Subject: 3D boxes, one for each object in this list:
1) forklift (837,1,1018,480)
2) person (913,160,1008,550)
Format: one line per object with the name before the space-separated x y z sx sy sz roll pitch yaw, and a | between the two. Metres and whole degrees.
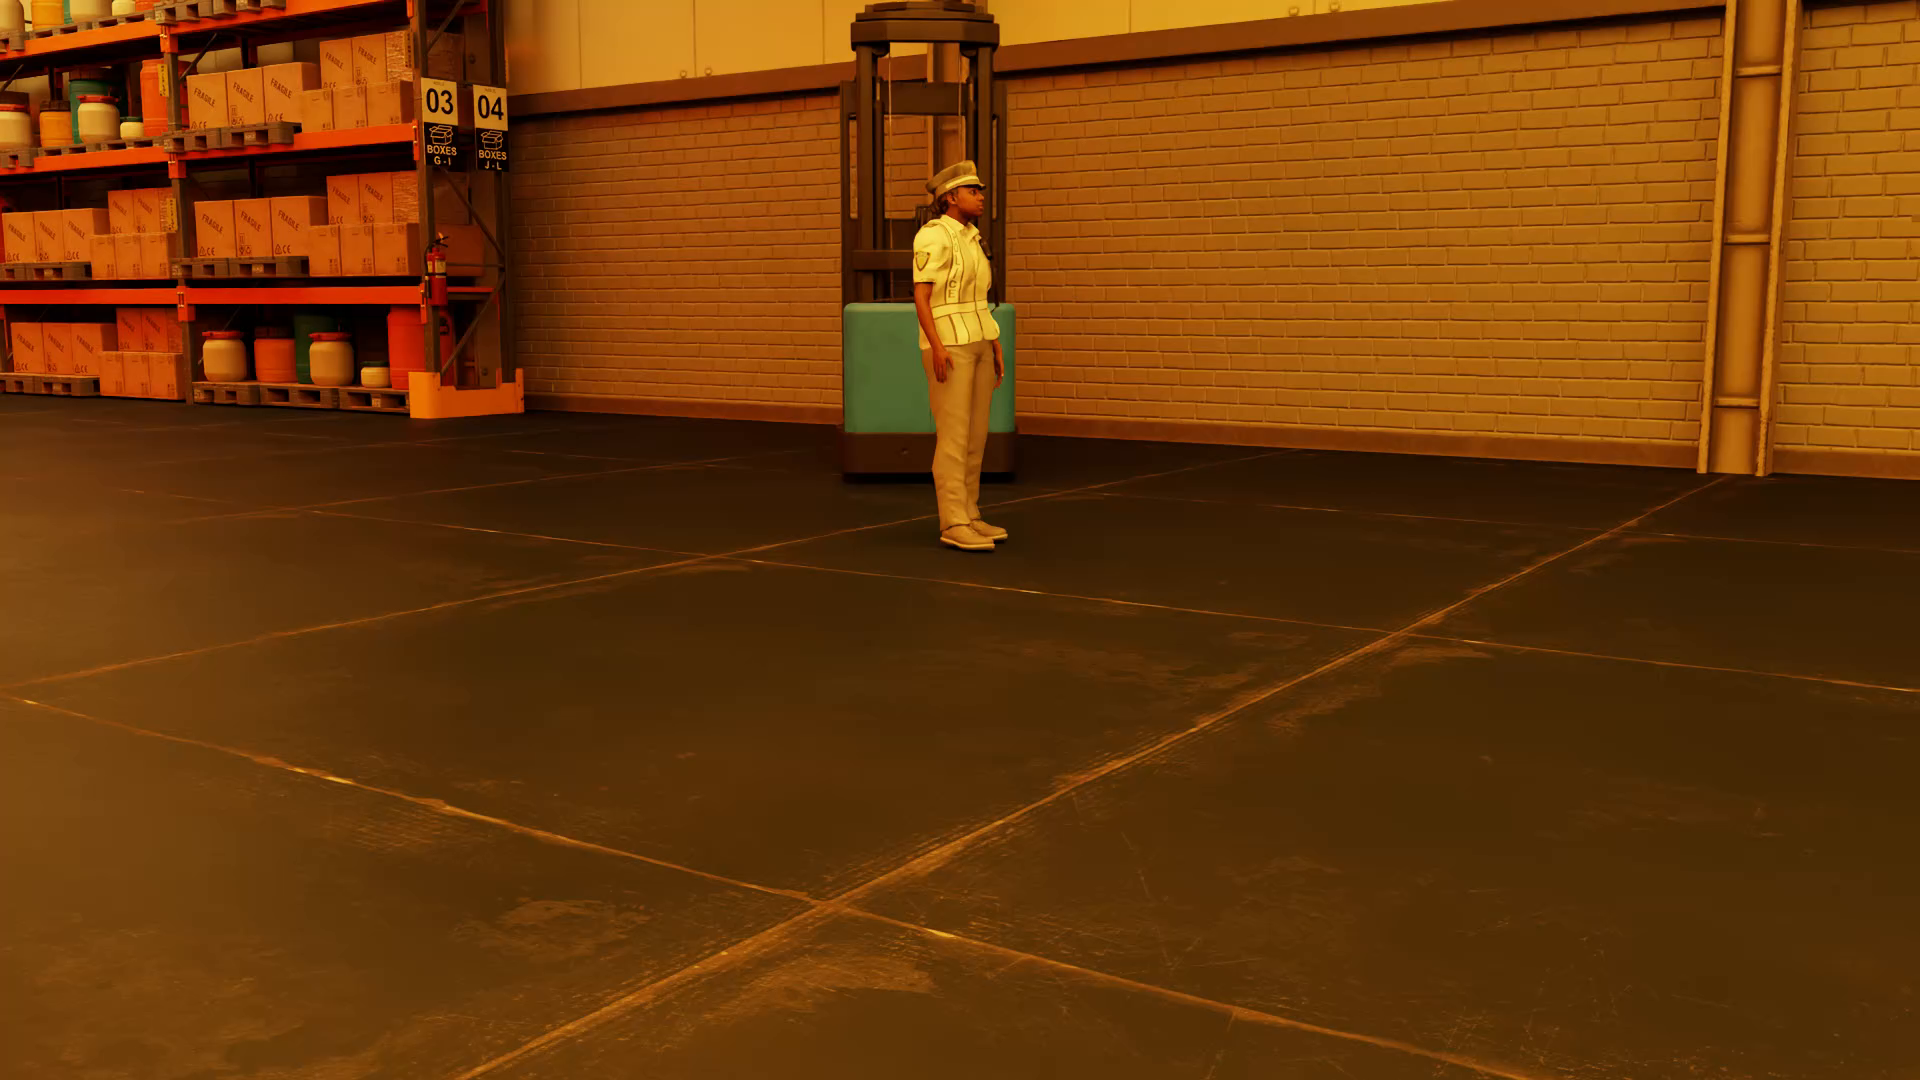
forklift | -0.253 -1.991 11.192 1.130 2.935 3.031 0 8 -3
person | 0.051 -0.838 7.426 0.530 1.695 0.570 5 10 34
